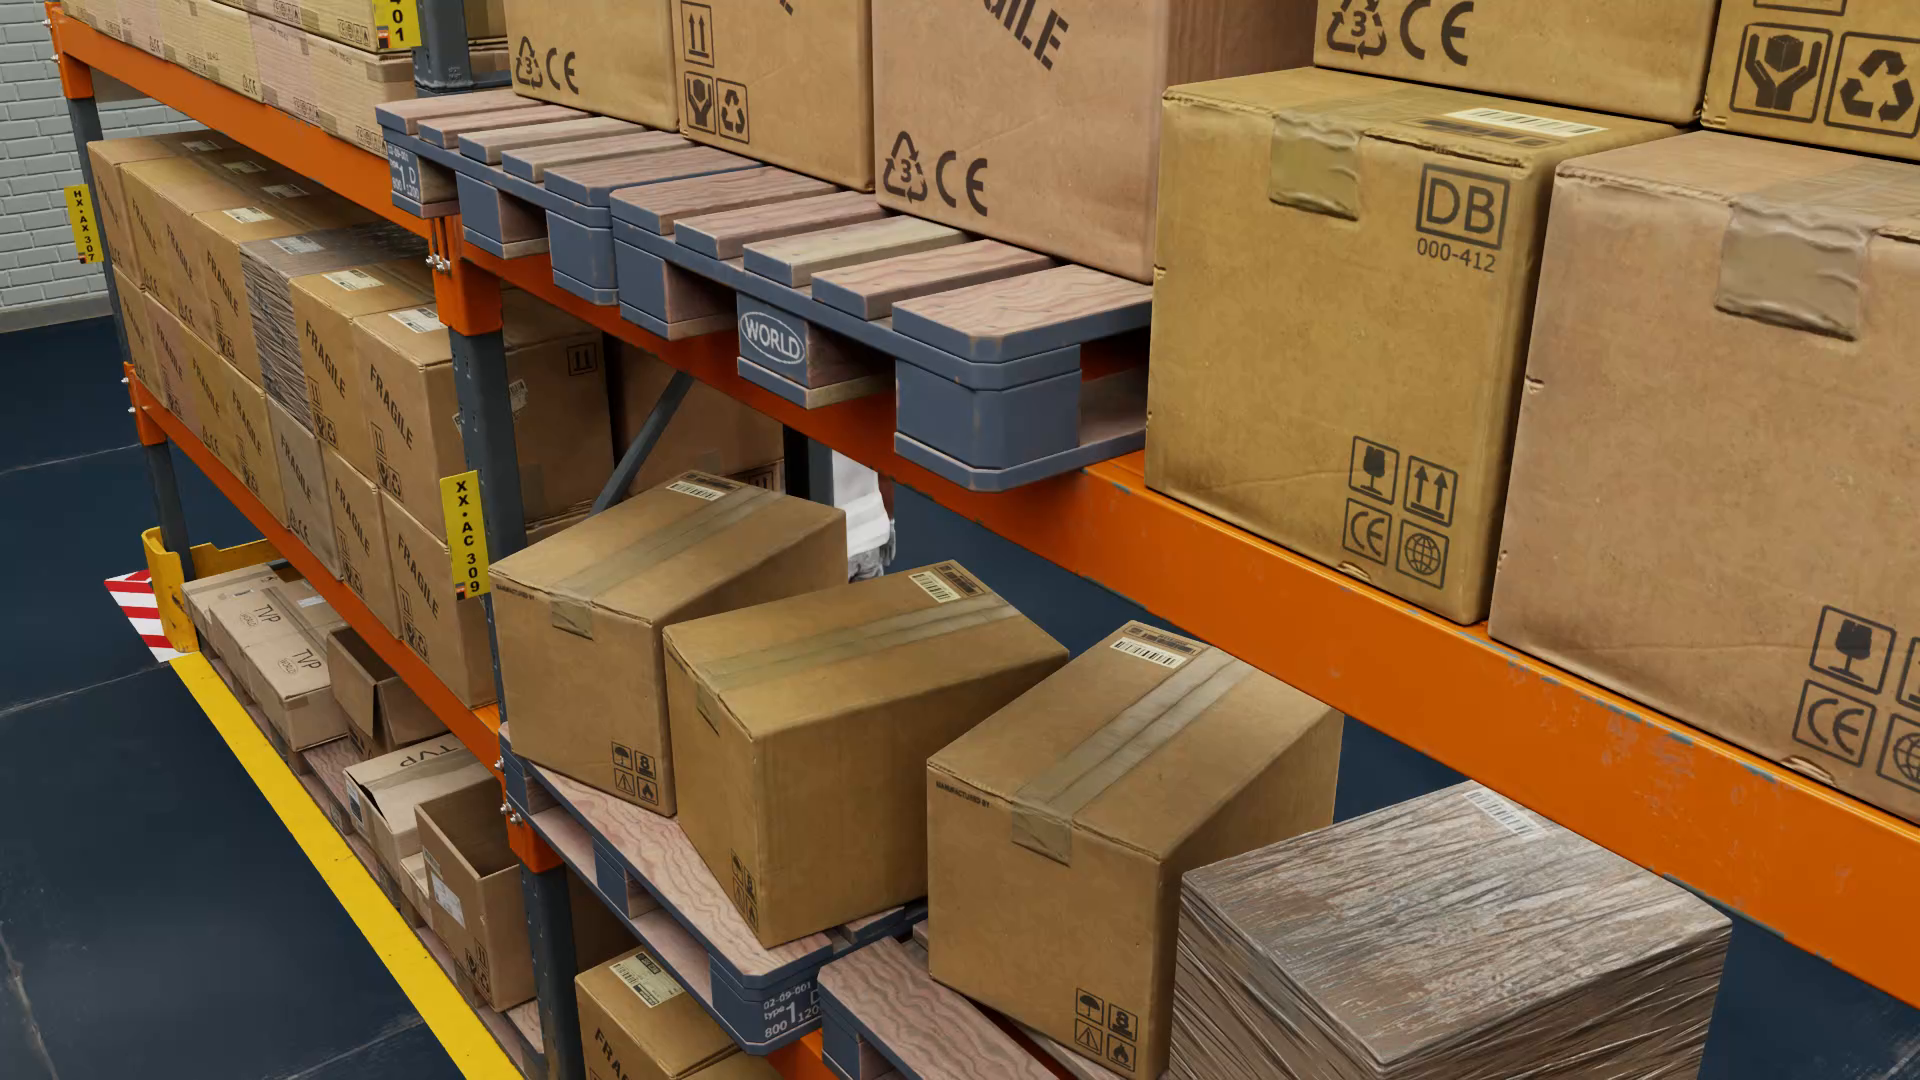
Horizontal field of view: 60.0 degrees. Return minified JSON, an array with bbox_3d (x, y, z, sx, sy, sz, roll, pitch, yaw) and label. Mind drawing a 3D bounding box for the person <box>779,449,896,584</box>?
[{"bbox_3d":[-0.524,0.010,6.497,0.586,1.789,0.456,-22,33,-40],"label":"person"}]
